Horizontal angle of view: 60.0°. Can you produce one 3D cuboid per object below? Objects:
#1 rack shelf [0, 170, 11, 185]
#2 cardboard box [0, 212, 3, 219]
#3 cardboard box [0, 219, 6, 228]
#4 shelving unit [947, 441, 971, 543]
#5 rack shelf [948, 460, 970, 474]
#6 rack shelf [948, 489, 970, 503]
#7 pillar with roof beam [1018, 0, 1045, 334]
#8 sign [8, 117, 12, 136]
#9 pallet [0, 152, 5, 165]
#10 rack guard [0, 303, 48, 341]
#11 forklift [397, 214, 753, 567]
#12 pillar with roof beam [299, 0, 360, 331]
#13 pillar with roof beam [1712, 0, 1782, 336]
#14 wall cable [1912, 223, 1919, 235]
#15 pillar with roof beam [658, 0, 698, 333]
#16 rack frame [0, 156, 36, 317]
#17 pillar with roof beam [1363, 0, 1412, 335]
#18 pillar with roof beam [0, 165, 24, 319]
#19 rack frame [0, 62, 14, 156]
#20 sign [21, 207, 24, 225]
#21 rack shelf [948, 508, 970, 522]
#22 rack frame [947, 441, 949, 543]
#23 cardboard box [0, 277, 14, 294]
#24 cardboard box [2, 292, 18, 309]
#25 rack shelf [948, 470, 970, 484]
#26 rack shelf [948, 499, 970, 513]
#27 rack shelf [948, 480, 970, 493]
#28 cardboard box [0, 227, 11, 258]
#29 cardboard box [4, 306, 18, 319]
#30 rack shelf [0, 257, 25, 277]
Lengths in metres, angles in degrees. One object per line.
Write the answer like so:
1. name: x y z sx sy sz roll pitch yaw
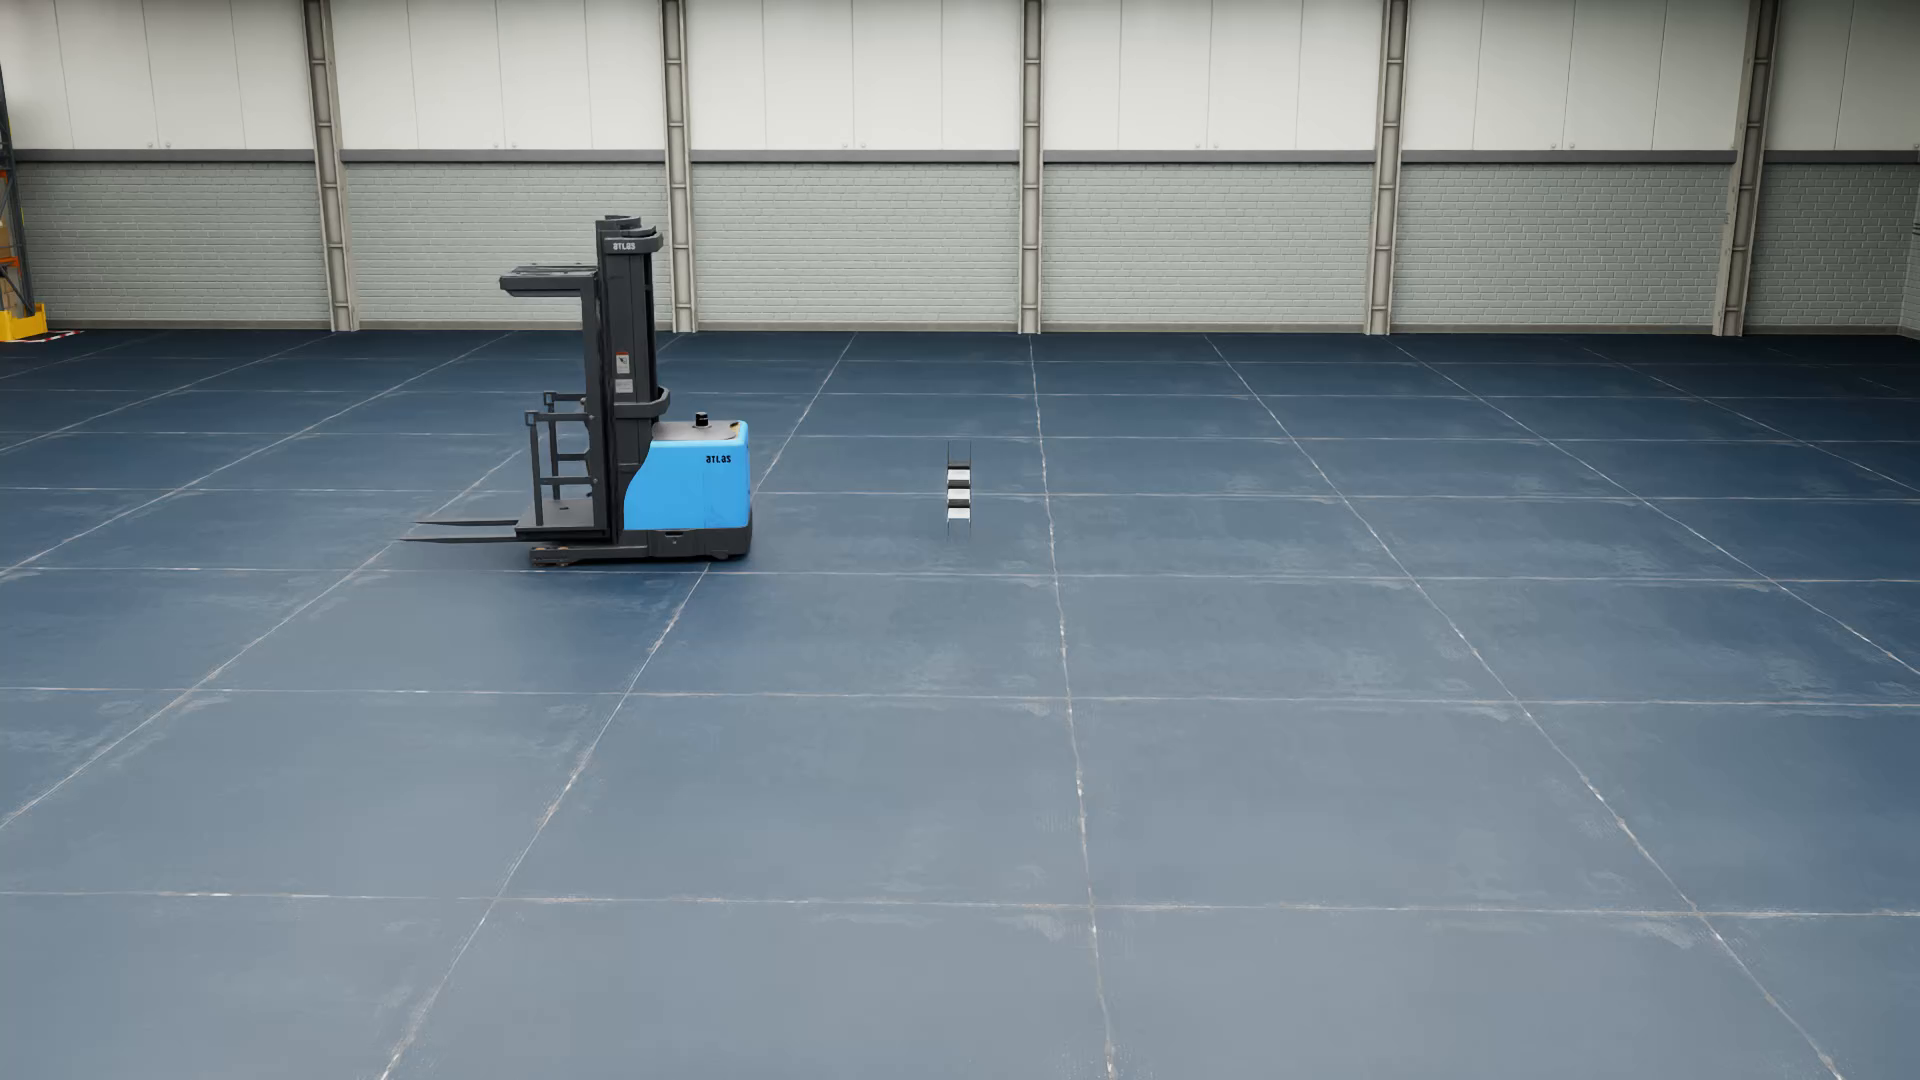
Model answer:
1. rack shelf: -18.116 -6.057 27.856 4.000 0.370 1.077 0 15 1
2. cardboard box: -16.447 -5.503 28.179 0.250 0.149 0.380 0 15 0
3. cardboard box: -16.449 -5.371 28.261 0.250 0.149 0.380 0 15 0
4. shelving unit: -0.008 -0.435 15.135 0.210 0.900 0.258 0 15 1
5. rack shelf: -0.008 -0.664 15.075 0.200 0.077 0.258 0 15 1
6. rack shelf: -0.008 -0.403 15.144 0.200 0.077 0.258 0 15 1
7. pillar with roof beam: 1.094 -6.861 23.615 0.400 9.000 9.100 0 15 1
8. sign: -16.097 -6.994 28.130 0.005 0.325 0.100 0 15 1
9. pallet: -16.823 -6.360 27.769 1.213 0.211 1.003 0 15 1
10. rack guard: -16.093 -3.732 28.416 0.348 0.500 1.175 0 15 1
11. forklift: -3.395 -1.326 14.529 3.031 2.935 1.130 -1 15 -5
12. pillar with roof beam: -10.902 -6.939 23.912 0.400 9.000 9.100 0 15 1
13. pillar with roof beam: 13.090 -6.783 23.319 0.400 9.000 9.100 0 15 1
14. wall cable: 16.111 -6.023 26.525 0.112 2.526 3.097 0 15 1
15. pillar with roof beam: -4.904 -6.900 23.763 0.400 9.000 9.100 0 15 1
16. rack frame: -16.117 -4.941 28.098 0.127 3.000 1.000 0 15 1
17. pillar with roof beam: 7.092 -6.822 23.467 0.400 9.000 9.100 0 15 1
18. pillar with roof beam: -16.900 -6.978 24.060 0.400 9.000 9.100 0 15 1
19. rack frame: -16.117 -7.842 27.333 0.127 3.000 1.000 0 15 1
20. sign: -16.097 -5.539 28.514 0.005 0.325 0.100 0 15 1
21. rack shelf: -0.008 -0.229 15.190 0.200 0.077 0.258 0 15 1
22. rack frame: -0.110 -0.436 15.138 0.006 0.900 0.240 0 15 1
23. cardboard box: -16.593 -4.349 28.462 0.500 0.250 0.500 0 15 1
24. cardboard box: -16.582 -4.112 28.544 0.500 0.250 0.500 1 15 2
25. rack shelf: -0.008 -0.577 15.098 0.200 0.077 0.258 0 15 1
26. rack shelf: -0.008 -0.316 15.167 0.200 0.077 0.258 0 15 1
27. rack shelf: -0.008 -0.490 15.121 0.200 0.077 0.258 0 15 1
28. cardboard box: -16.605 -5.063 28.366 0.500 0.500 0.500 1 15 3
29. cardboard box: -16.603 -3.868 28.596 0.500 0.250 0.500 0 15 2
30. rack shelf: -18.116 -4.606 28.239 4.000 0.370 1.077 0 15 1
